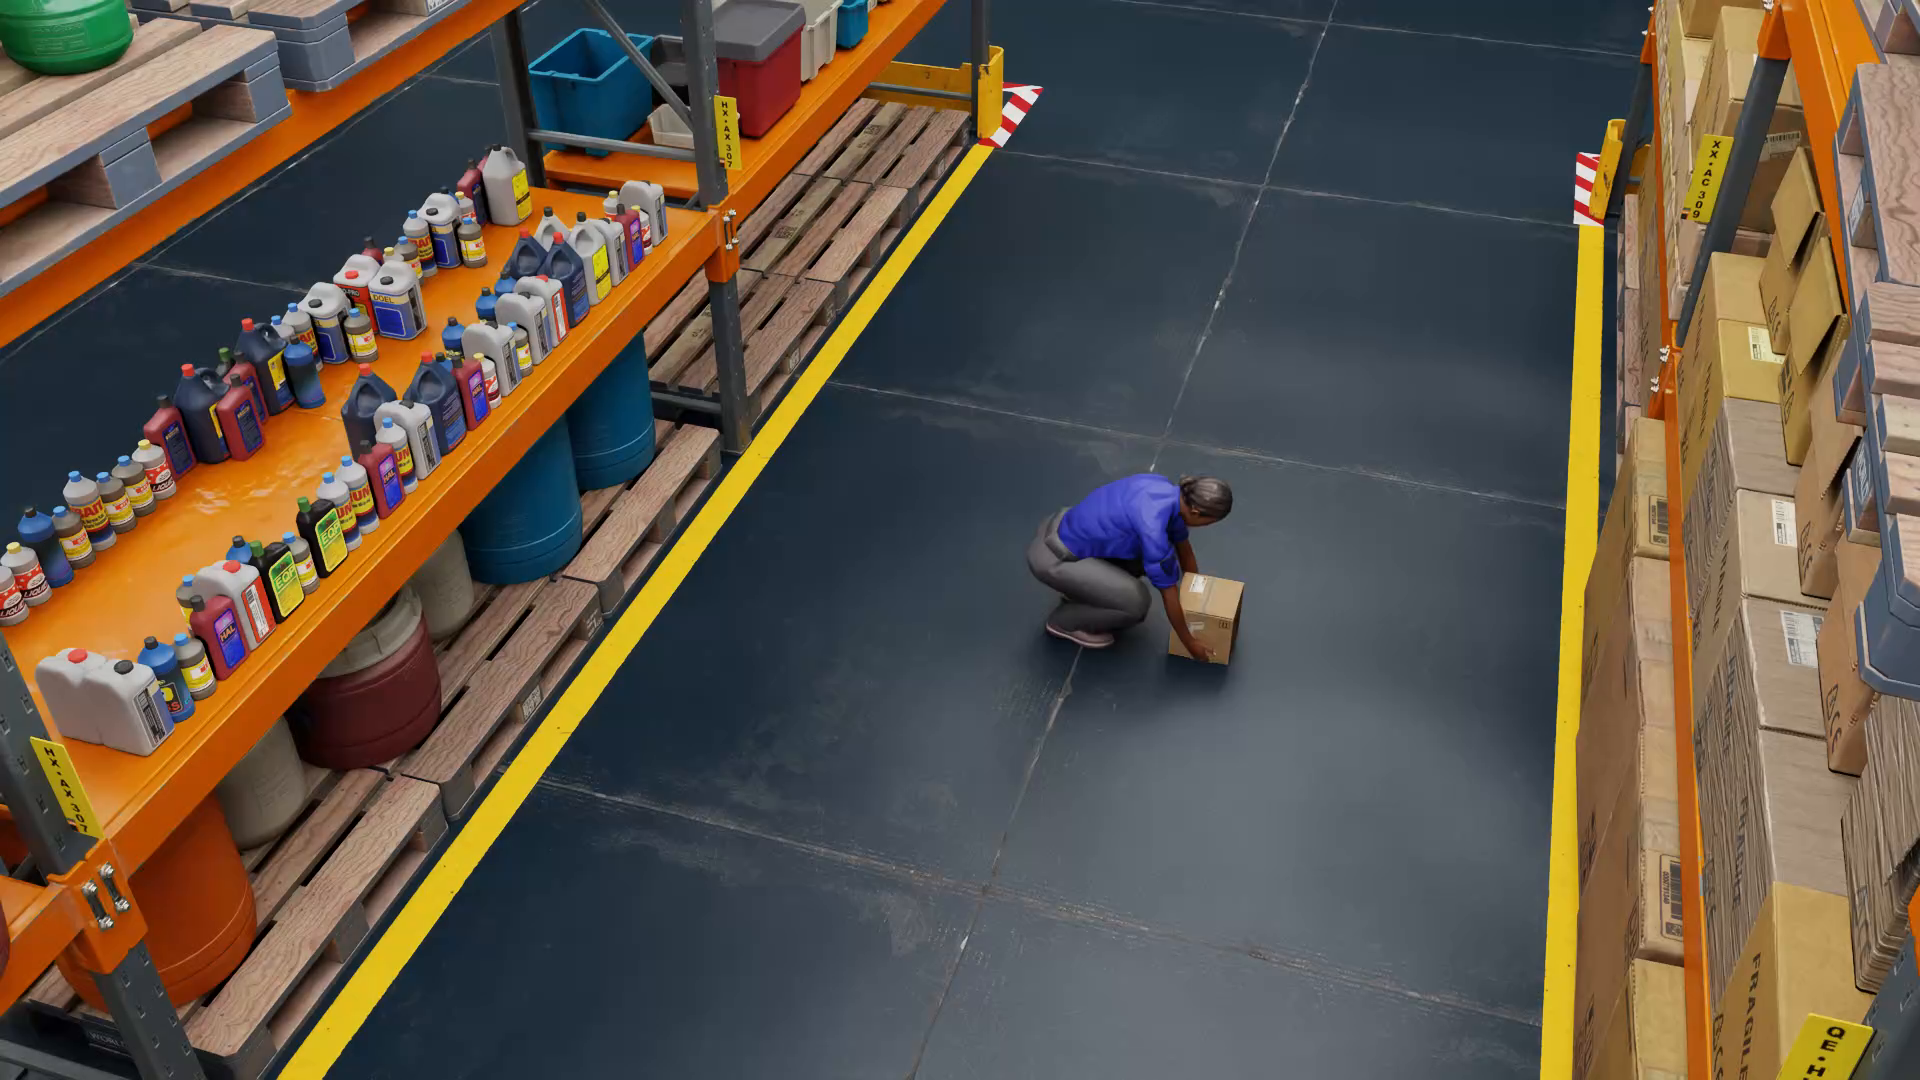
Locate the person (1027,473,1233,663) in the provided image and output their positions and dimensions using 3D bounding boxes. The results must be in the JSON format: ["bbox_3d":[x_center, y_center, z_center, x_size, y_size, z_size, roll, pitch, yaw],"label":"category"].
[{"bbox_3d":[0.695,0.061,6.818,0.824,0.809,0.479,11,39,14],"label":"person"}]
